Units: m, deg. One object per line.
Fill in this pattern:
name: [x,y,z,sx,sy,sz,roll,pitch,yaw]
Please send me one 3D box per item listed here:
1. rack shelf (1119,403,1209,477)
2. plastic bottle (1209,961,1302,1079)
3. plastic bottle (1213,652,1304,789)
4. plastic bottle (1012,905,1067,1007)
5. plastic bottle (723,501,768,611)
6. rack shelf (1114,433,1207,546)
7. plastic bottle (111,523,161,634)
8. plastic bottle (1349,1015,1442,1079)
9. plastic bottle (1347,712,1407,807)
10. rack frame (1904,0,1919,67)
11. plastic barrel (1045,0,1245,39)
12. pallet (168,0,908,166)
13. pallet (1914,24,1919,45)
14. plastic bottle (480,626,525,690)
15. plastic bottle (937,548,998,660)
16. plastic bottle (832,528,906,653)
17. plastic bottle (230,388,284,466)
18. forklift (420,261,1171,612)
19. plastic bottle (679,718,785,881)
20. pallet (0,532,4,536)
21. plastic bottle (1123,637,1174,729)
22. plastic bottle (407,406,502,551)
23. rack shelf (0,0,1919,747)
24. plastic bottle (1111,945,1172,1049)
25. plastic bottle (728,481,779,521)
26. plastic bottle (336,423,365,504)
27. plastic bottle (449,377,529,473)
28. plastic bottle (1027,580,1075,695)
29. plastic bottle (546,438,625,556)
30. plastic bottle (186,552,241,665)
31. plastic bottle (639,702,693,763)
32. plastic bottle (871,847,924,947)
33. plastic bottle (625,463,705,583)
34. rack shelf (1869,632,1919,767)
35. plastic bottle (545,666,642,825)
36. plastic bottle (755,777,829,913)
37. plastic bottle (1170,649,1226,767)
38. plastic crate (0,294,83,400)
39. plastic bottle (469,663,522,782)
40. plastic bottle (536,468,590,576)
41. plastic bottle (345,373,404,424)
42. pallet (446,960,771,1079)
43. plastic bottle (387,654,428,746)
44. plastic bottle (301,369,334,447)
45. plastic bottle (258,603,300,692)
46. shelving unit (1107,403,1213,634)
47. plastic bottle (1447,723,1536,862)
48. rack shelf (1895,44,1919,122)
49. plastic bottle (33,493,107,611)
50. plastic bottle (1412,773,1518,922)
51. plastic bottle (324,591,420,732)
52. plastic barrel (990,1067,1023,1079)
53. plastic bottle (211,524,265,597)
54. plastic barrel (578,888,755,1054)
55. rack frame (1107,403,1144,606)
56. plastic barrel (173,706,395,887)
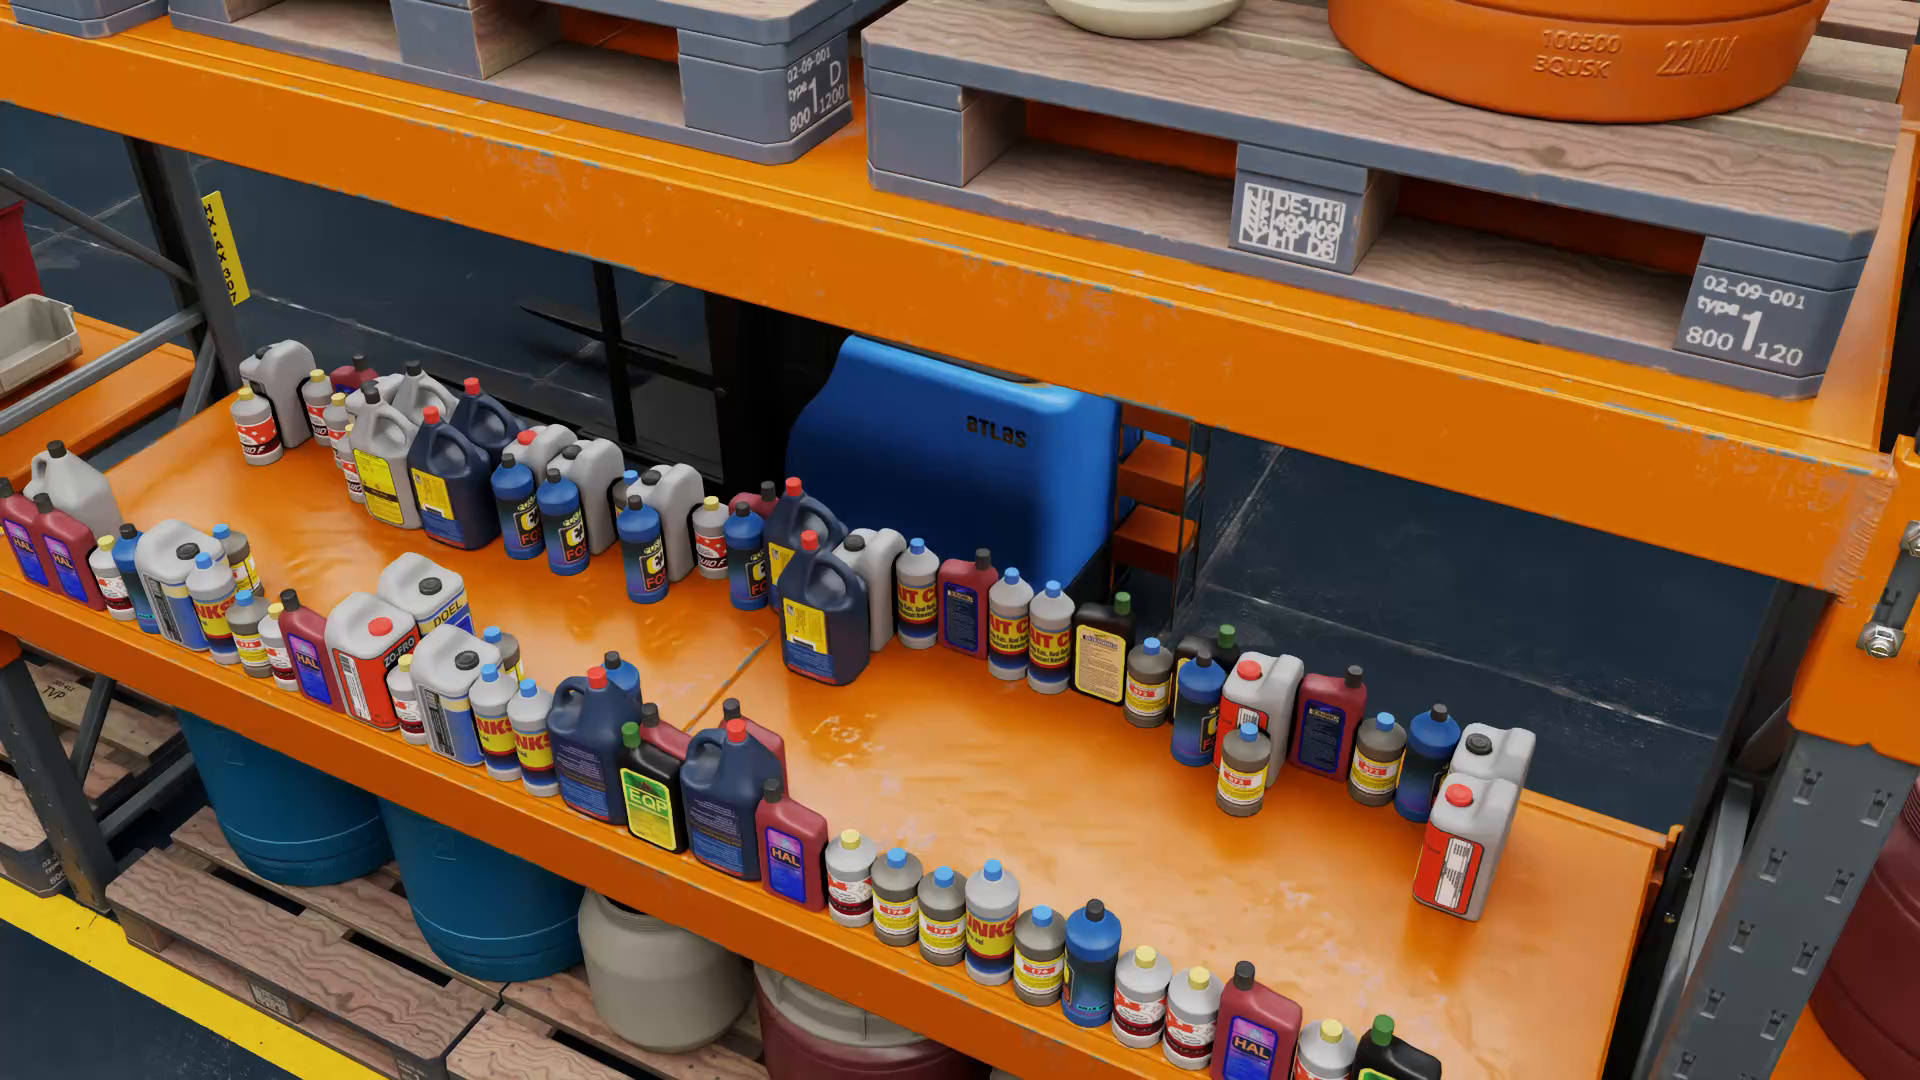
rack shelf: [0.680,-0.399,5.455,0.240,0.259,0.215,19,41,23]
plastic bottle: [0.497,0.822,2.783,0.133,0.283,0.061,17,41,21]
plastic bottle: [0.611,0.350,3.411,0.135,0.276,0.152,17,41,21]
plastic bottle: [0.144,0.731,2.970,0.097,0.201,0.097,0,37,0]
plastic bottle: [-0.492,0.029,3.837,0.097,0.271,0.097,0,37,0]
rack shelf: [0.680,-0.173,5.626,0.240,0.259,0.215,19,41,23]
plastic bottle: [-1.849,0.079,3.771,0.097,0.271,0.097,0,37,0]
plastic bottle: [0.702,0.886,2.699,0.133,0.283,0.061,17,41,21]
plastic bottle: [0.845,0.434,3.362,0.097,0.201,0.097,0,37,0]
rack frame: [3.535,-1.936,6.320,0.127,3.000,1.000,17,41,21]
plastic barrel: [0.238,-0.804,2.114,0.301,0.262,0.301,0,37,0]
pallet: [-0.545,-1.030,2.801,1.213,0.211,1.003,17,41,21]
pallet: [6.572,-3.201,10.292,1.213,0.211,1.003,17,41,21]
plastic bottle: [-0.989,0.273,3.574,0.097,0.201,0.097,0,37,0]
plastic bottle: [0.017,0.130,3.695,0.133,0.283,0.061,17,41,21]
plastic bottle: [-0.209,0.093,3.749,0.135,0.276,0.152,17,41,21]
plastic bottle: [-1.836,-0.302,4.331,0.097,0.201,0.097,0,37,0]
forklift: [-0.750,-1.425,5.703,3.031,2.935,1.130,19,41,23]
plastic bottle: [-0.435,0.475,3.185,0.185,0.351,0.144,17,41,21]
pallet: [-4.052,0.199,5.813,1.213,0.211,1.003,17,41,21]
plastic bottle: [0.402,0.295,3.544,0.097,0.201,0.097,0,37,0]
plastic bottle: [-1.230,-0.161,4.022,0.185,0.351,0.144,17,41,21]
rack shelf: [-0.518,-0.742,2.860,4.000,0.370,1.077,17,41,21]
plastic bottle: [0.317,0.785,2.899,0.097,0.201,0.097,0,37,0]
plastic bottle: [-0.472,-0.023,3.896,0.133,0.283,0.061,17,41,21]
plastic bottle: [-1.512,-0.200,4.198,0.097,0.201,0.097,0,37,0]
plastic bottle: [-1.163,-0.238,4.124,0.185,0.351,0.144,17,41,21]
plastic bottle: [0.198,0.203,3.608,0.097,0.271,0.097,0,37,0]
plastic bottle: [-0.904,-0.125,4.036,0.135,0.276,0.152,17,41,21]
plastic bottle: [-1.643,0.144,3.686,0.097,0.271,0.097,0,37,0]
plastic bottle: [-0.567,0.447,3.277,0.133,0.283,0.061,17,41,21]
plastic bottle: [-0.115,0.650,3.077,0.097,0.201,0.097,0,37,0]
plastic bottle: [-0.698,-0.060,3.951,0.135,0.276,0.152,17,41,21]
rack shelf: [3.034,0.371,1.395,4.000,0.370,1.077,17,41,21]
plastic bottle: [-0.717,0.386,3.301,0.185,0.351,0.144,17,41,21]
plastic bottle: [-0.313,0.568,3.117,0.133,0.283,0.061,17,41,21]
plastic bottle: [0.493,0.337,3.431,0.097,0.271,0.097,0,37,0]
plastic crate: [-2.642,-0.514,4.615,0.243,0.136,0.396,17,41,21]
plastic bottle: [-0.940,0.364,3.396,0.097,0.271,0.097,0,37,0]
plastic bottle: [-0.945,-0.051,3.942,0.097,0.271,0.097,0,37,0]
plastic bottle: [-1.471,-0.302,4.270,0.135,0.276,0.152,17,41,21]
pallet: [-0.541,1.297,4.367,1.213,0.211,1.003,17,41,21]
plastic bottle: [-1.146,0.327,3.502,0.097,0.201,0.097,0,37,0]
plastic bottle: [-1.680,-0.357,4.403,0.097,0.201,0.097,0,37,0]
plastic bottle: [-1.470,0.226,3.636,0.097,0.201,0.097,0,37,0]
shelving unit: [0.680,-0.181,5.620,0.252,1.050,0.215,19,41,23]
plastic bottle: [1.022,0.478,3.241,0.135,0.276,0.152,17,41,21]
rack shelf: [5.311,-1.094,5.805,4.000,0.370,1.077,17,41,21]
plastic bottle: [-2.046,0.025,3.832,0.133,0.283,0.061,17,41,21]
plastic bottle: [0.952,0.560,3.134,0.135,0.276,0.152,17,41,21]
plastic bottle: [-1.236,0.251,3.541,0.135,0.276,0.152,17,41,21]
plastic barrel: [0.273,1.311,3.753,0.421,0.512,0.421,0,37,0]
plastic bottle: [-1.693,0.053,3.864,0.097,0.201,0.097,0,37,0]
plastic barrel: [-0.730,0.997,4.167,0.421,0.512,0.421,0,37,0]
rack frame: [0.574,-0.217,5.668,0.008,1.050,0.200,19,41,23]
plastic barrel: [-1.819,0.440,4.578,0.708,0.901,0.600,17,41,21]
